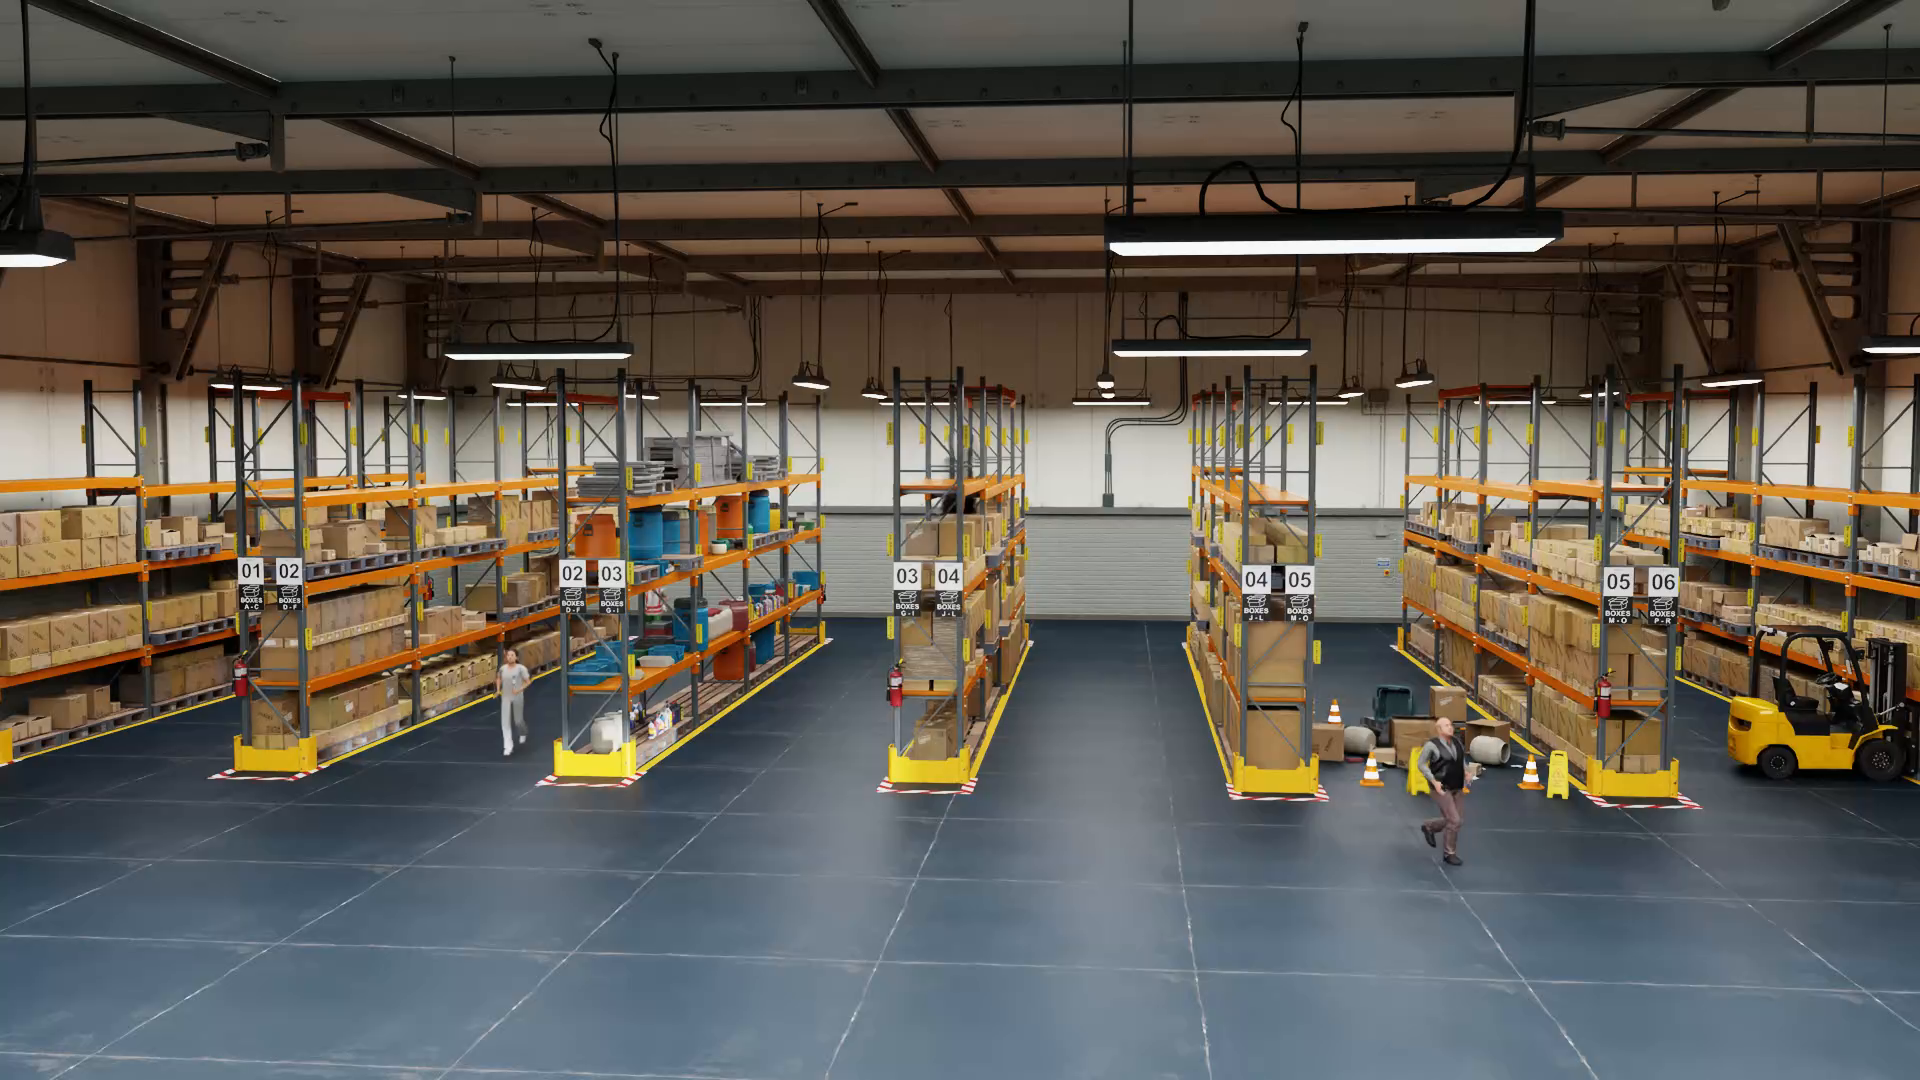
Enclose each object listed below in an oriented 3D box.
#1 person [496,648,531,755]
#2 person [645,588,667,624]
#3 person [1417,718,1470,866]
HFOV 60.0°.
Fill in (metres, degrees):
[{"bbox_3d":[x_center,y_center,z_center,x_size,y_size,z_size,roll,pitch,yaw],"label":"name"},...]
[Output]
[{"bbox_3d":[-7.084,2.527,26.344,0.592,1.647,0.907,0,4,1],"label":"person"},{"bbox_3d":[-7.062,1.718,38.194,0.648,1.779,1.007,0,4,-6],"label":"person"},{"bbox_3d":[5.717,2.943,19.667,0.659,1.708,0.686,-2,4,-27],"label":"person"}]
